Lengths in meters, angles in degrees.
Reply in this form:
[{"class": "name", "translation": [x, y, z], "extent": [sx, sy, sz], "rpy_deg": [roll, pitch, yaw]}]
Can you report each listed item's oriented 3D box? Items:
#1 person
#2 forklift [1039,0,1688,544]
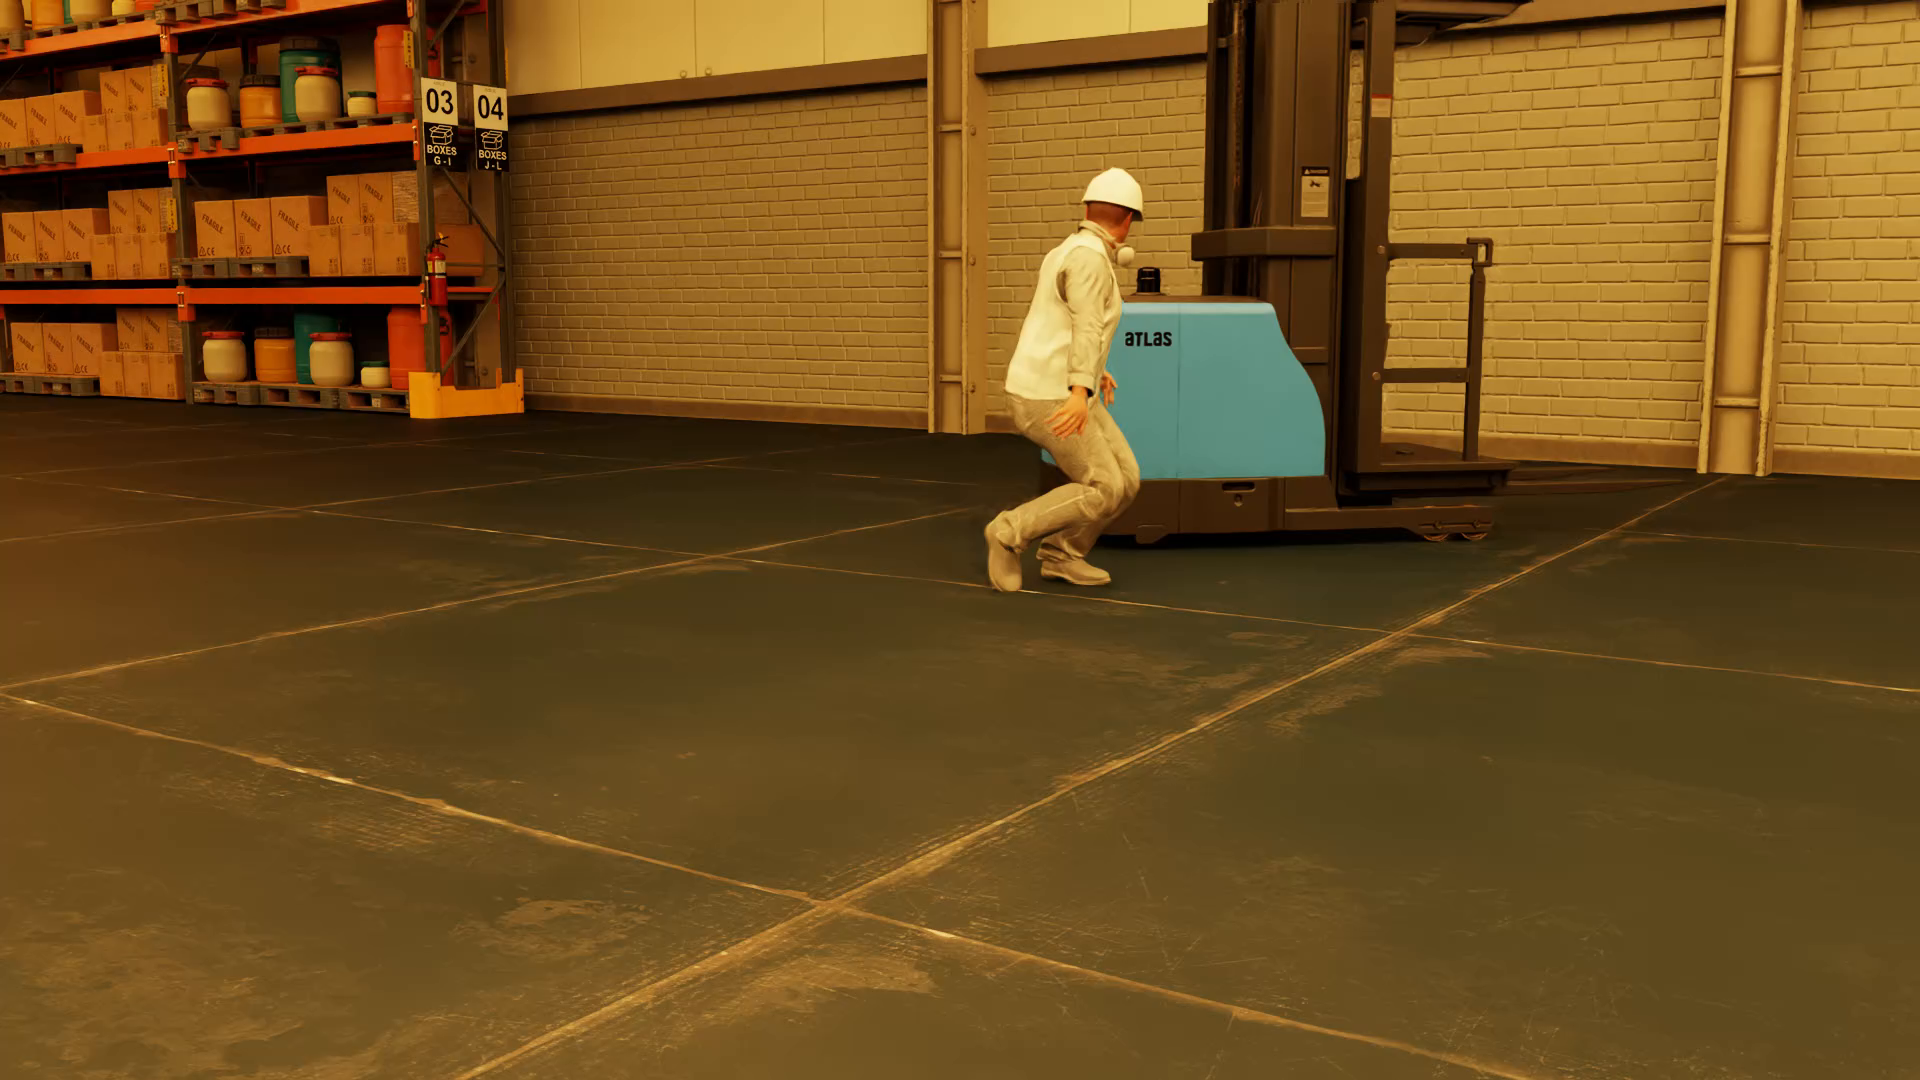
[{"class": "person", "translation": [0.384, -0.581, 6.210], "extent": [0.575, 1.594, 0.891], "rpy_deg": [1, 8, 9]}, {"class": "forklift", "translation": [1.959, -1.514, 7.837], "extent": [3.031, 2.935, 1.130], "rpy_deg": [-2, 8, -12]}]
